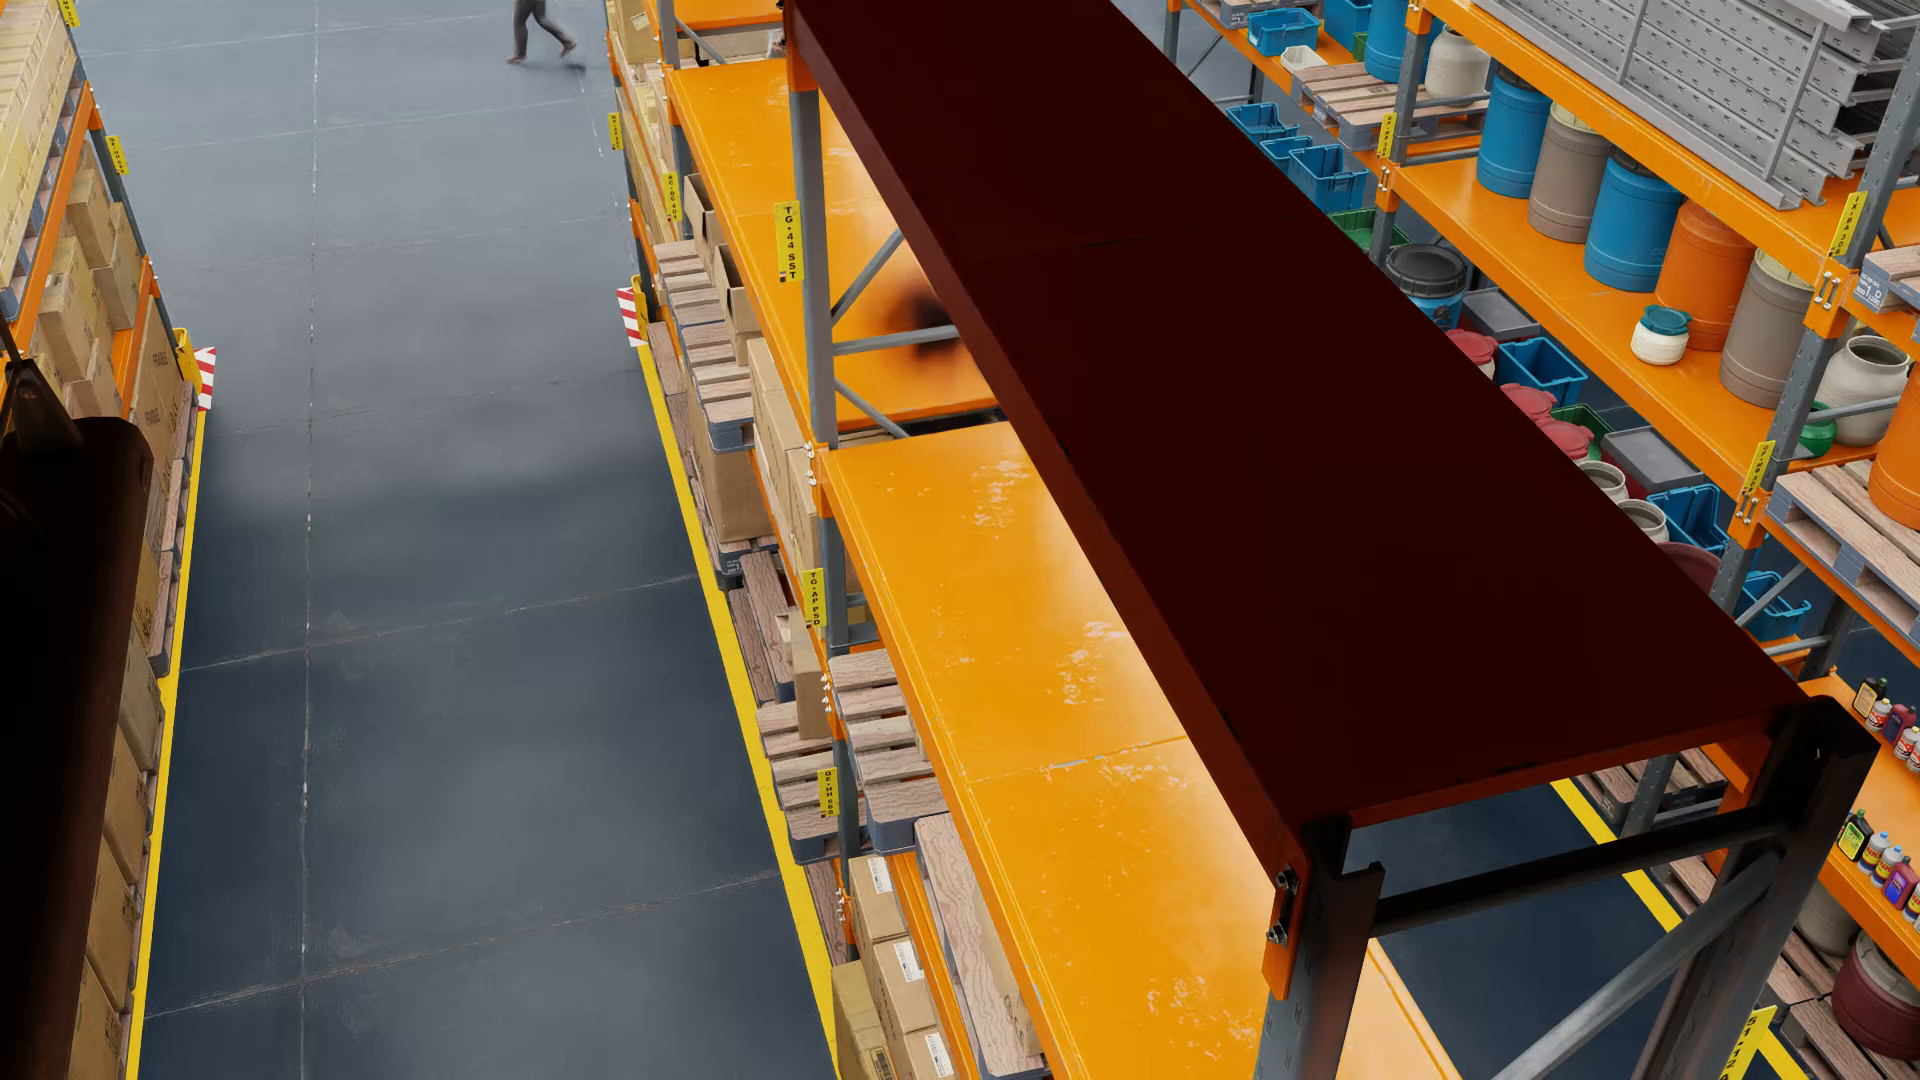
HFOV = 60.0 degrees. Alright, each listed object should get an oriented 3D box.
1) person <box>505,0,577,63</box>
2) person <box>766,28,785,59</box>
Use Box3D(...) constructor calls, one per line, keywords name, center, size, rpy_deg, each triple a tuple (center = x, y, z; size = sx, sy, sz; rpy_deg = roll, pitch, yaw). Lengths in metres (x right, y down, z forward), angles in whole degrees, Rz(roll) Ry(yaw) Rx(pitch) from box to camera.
Box3D(name="person", center=(-5.047, -6.427, 19.569), size=(0.900, 1.662, 0.604), rpy_deg=(5, 39, 6))
Box3D(name="person", center=(-1.966, -5.423, 18.306), size=(0.826, 1.716, 0.540), rpy_deg=(8, 39, 10))
